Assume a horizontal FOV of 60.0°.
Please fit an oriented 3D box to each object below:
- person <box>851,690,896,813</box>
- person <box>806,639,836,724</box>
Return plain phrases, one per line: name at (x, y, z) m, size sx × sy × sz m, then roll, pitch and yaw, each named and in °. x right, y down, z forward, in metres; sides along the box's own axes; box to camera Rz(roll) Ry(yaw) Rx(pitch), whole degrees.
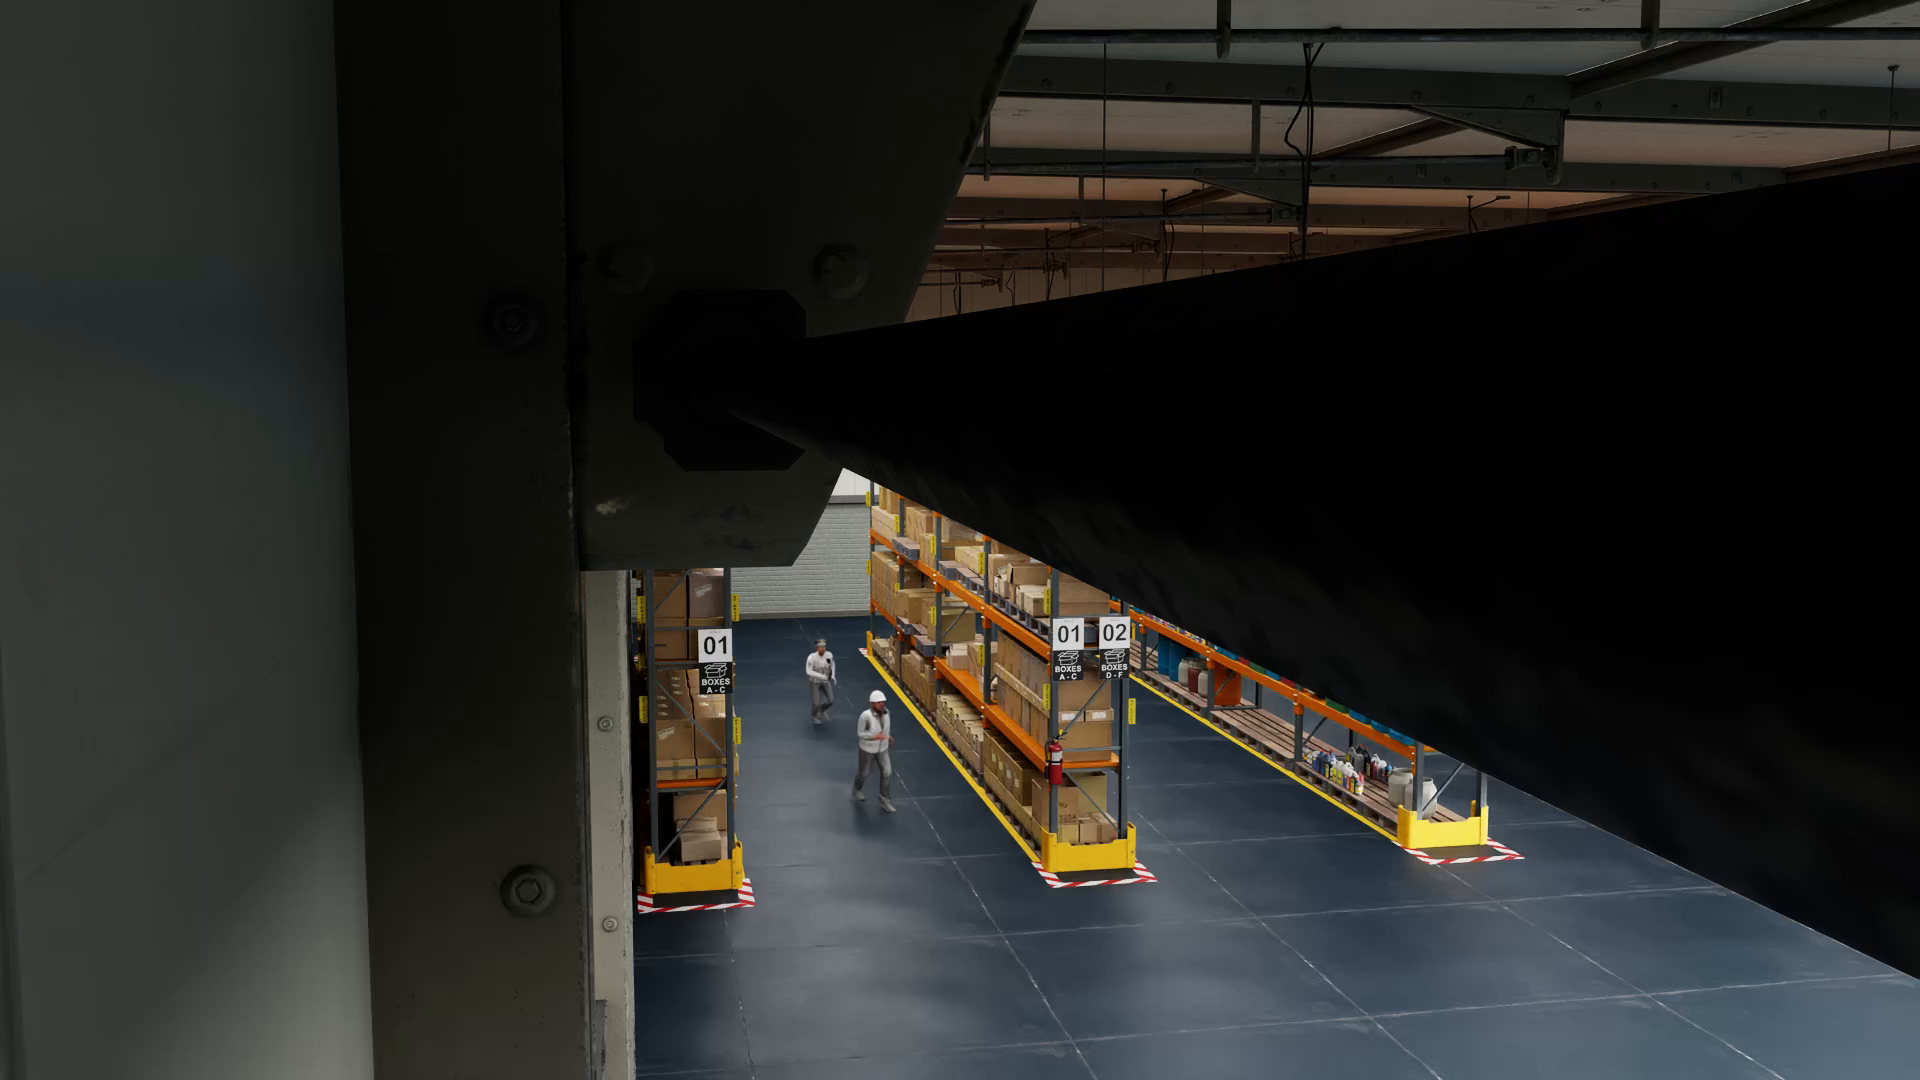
person at (-1.245, 2.982, 23.783) m, size 0.658 × 1.746 × 0.973 m, roll -4°, pitch 7°, yaw -31°
person at (-2.444, 2.494, 29.283) m, size 0.606 × 1.581 × 0.746 m, roll -3°, pitch 7°, yaw -25°
